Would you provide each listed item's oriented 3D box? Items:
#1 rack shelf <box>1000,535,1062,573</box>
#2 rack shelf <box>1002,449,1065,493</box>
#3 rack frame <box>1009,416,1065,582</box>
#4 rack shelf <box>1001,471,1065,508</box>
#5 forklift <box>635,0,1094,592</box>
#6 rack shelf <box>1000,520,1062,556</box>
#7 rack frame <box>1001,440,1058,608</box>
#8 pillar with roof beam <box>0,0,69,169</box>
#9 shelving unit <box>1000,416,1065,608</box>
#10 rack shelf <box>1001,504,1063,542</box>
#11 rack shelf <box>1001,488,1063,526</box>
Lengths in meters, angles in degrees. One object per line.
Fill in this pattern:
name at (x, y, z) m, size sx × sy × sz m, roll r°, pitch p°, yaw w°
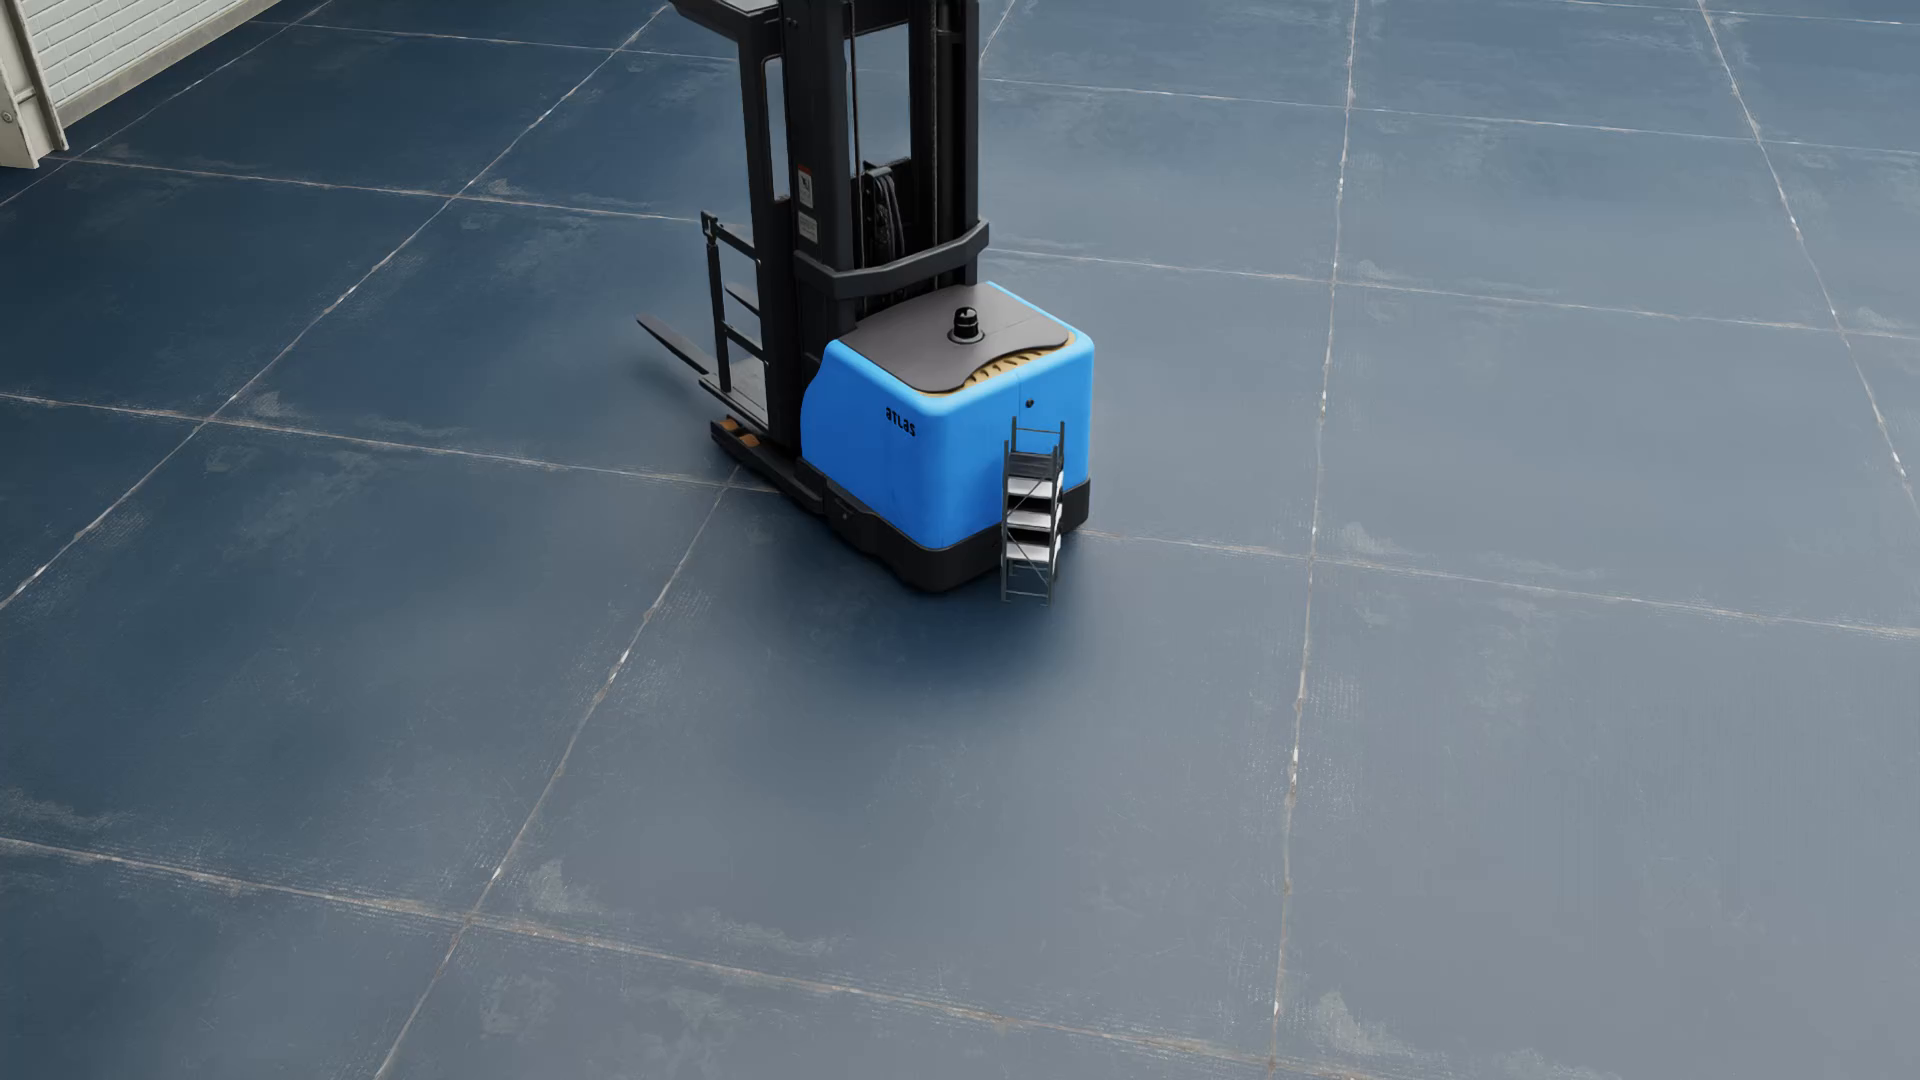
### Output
rack shelf at (0.333, 0.052, 7.775) m, size 0.258 × 0.077 × 0.200 m, roll 7°, pitch 36°, yaw 9°
rack shelf at (0.333, -0.312, 7.511) m, size 0.258 × 0.077 × 0.200 m, roll 7°, pitch 36°, yaw 9°
rack frame at (0.352, -0.179, 7.731) m, size 0.240 × 0.900 × 0.006 m, roll 7°, pitch 36°, yaw 9°
rack shelf at (0.333, -0.240, 7.564) m, size 0.258 × 0.077 × 0.200 m, roll 7°, pitch 36°, yaw 9°
forklift at (-0.676, -1.744, 8.158) m, size 1.130 × 2.935 × 3.031 m, roll -25°, pitch 43°, yaw -31°
rack shelf at (0.333, -0.021, 7.722) m, size 0.258 × 0.077 × 0.200 m, roll 7°, pitch 36°, yaw 9°
rack frame at (0.313, -0.062, 7.569) m, size 0.240 × 0.900 × 0.006 m, roll 7°, pitch 36°, yaw 9°
pillar with roof beam at (-2.536, -5.896, 8.717) m, size 9.100 × 9.000 × 0.400 m, roll 7°, pitch 37°, yaw 10°
shelving unit at (0.333, -0.121, 7.650) m, size 0.258 × 0.900 × 0.210 m, roll 7°, pitch 36°, yaw 9°
rack shelf at (0.333, -0.094, 7.670) m, size 0.258 × 0.077 × 0.200 m, roll 7°, pitch 36°, yaw 9°
rack shelf at (0.333, -0.167, 7.617) m, size 0.258 × 0.077 × 0.200 m, roll 7°, pitch 36°, yaw 9°
